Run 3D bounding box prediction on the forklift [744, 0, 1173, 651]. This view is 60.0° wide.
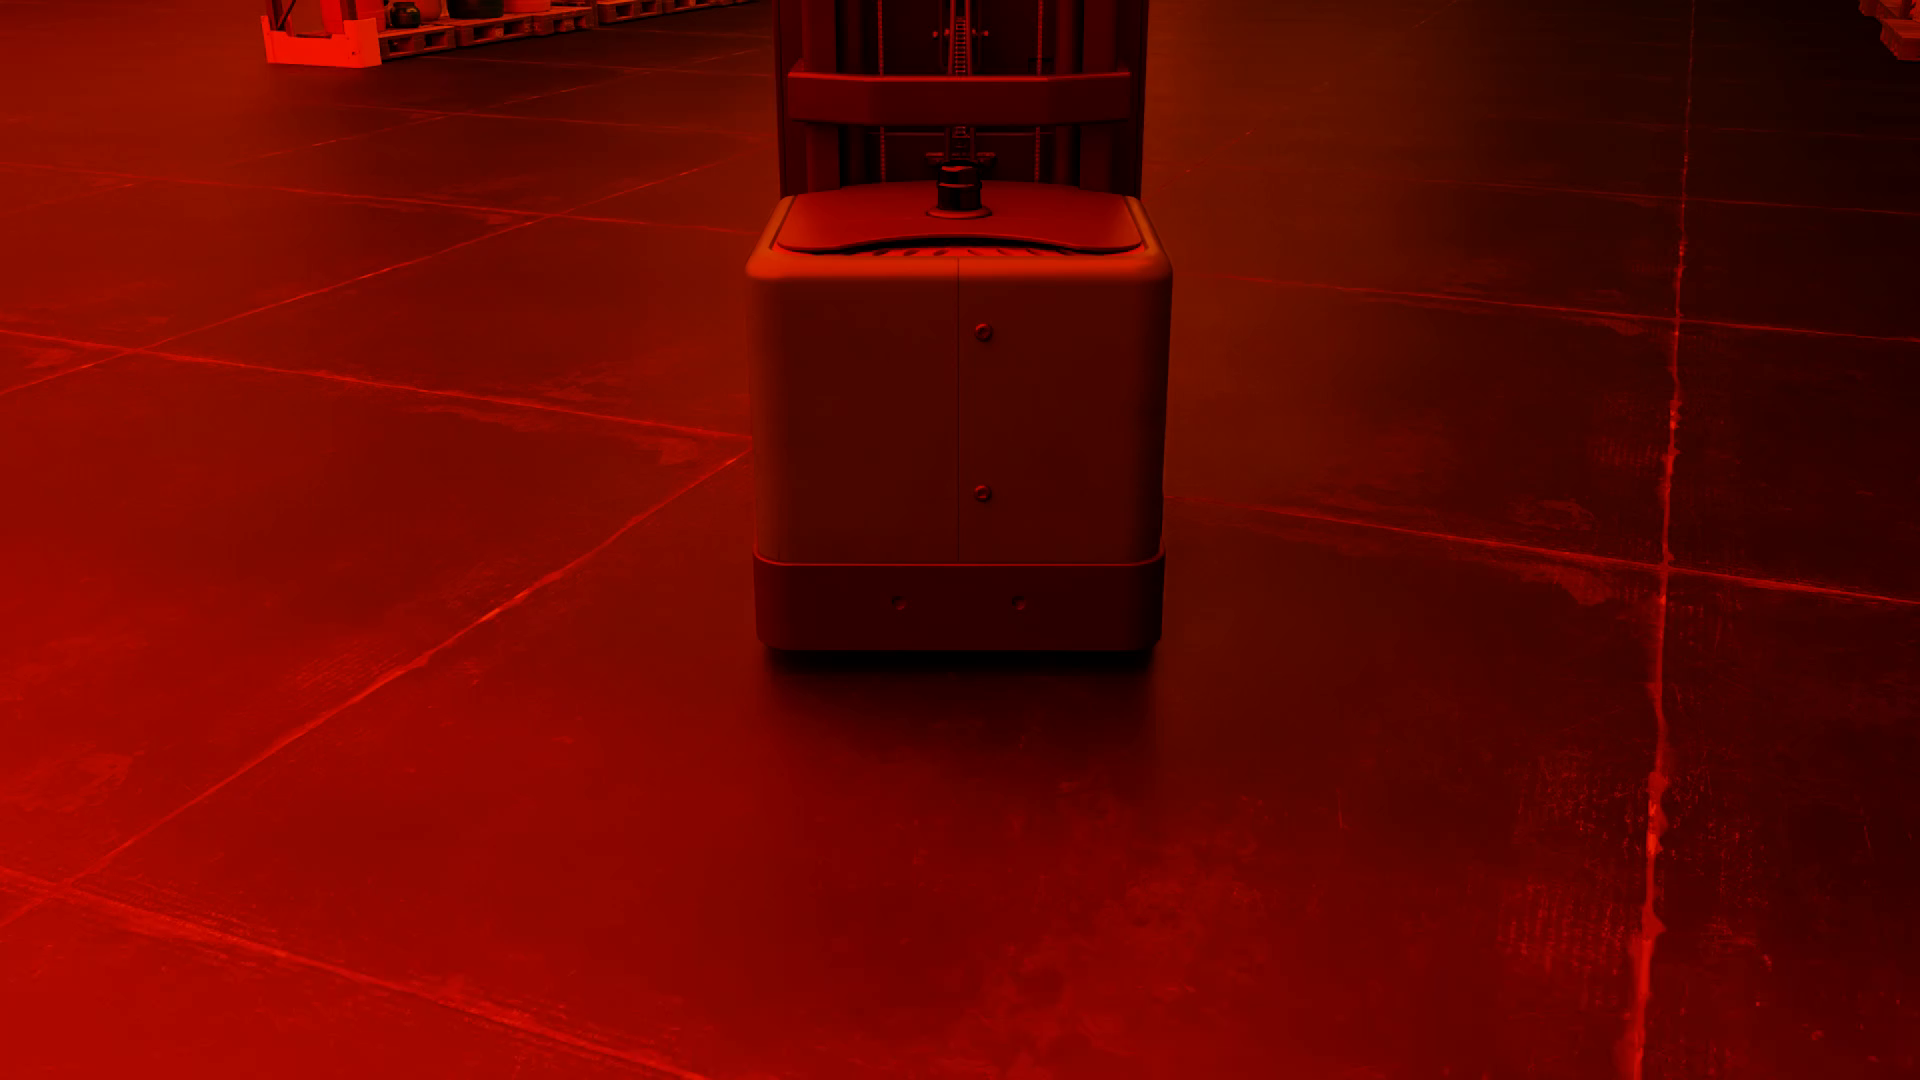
[{"bbox_3d":[0.002,-1.587,5.089,1.130,2.935,3.031,0,23,0],"label":"forklift"}]
